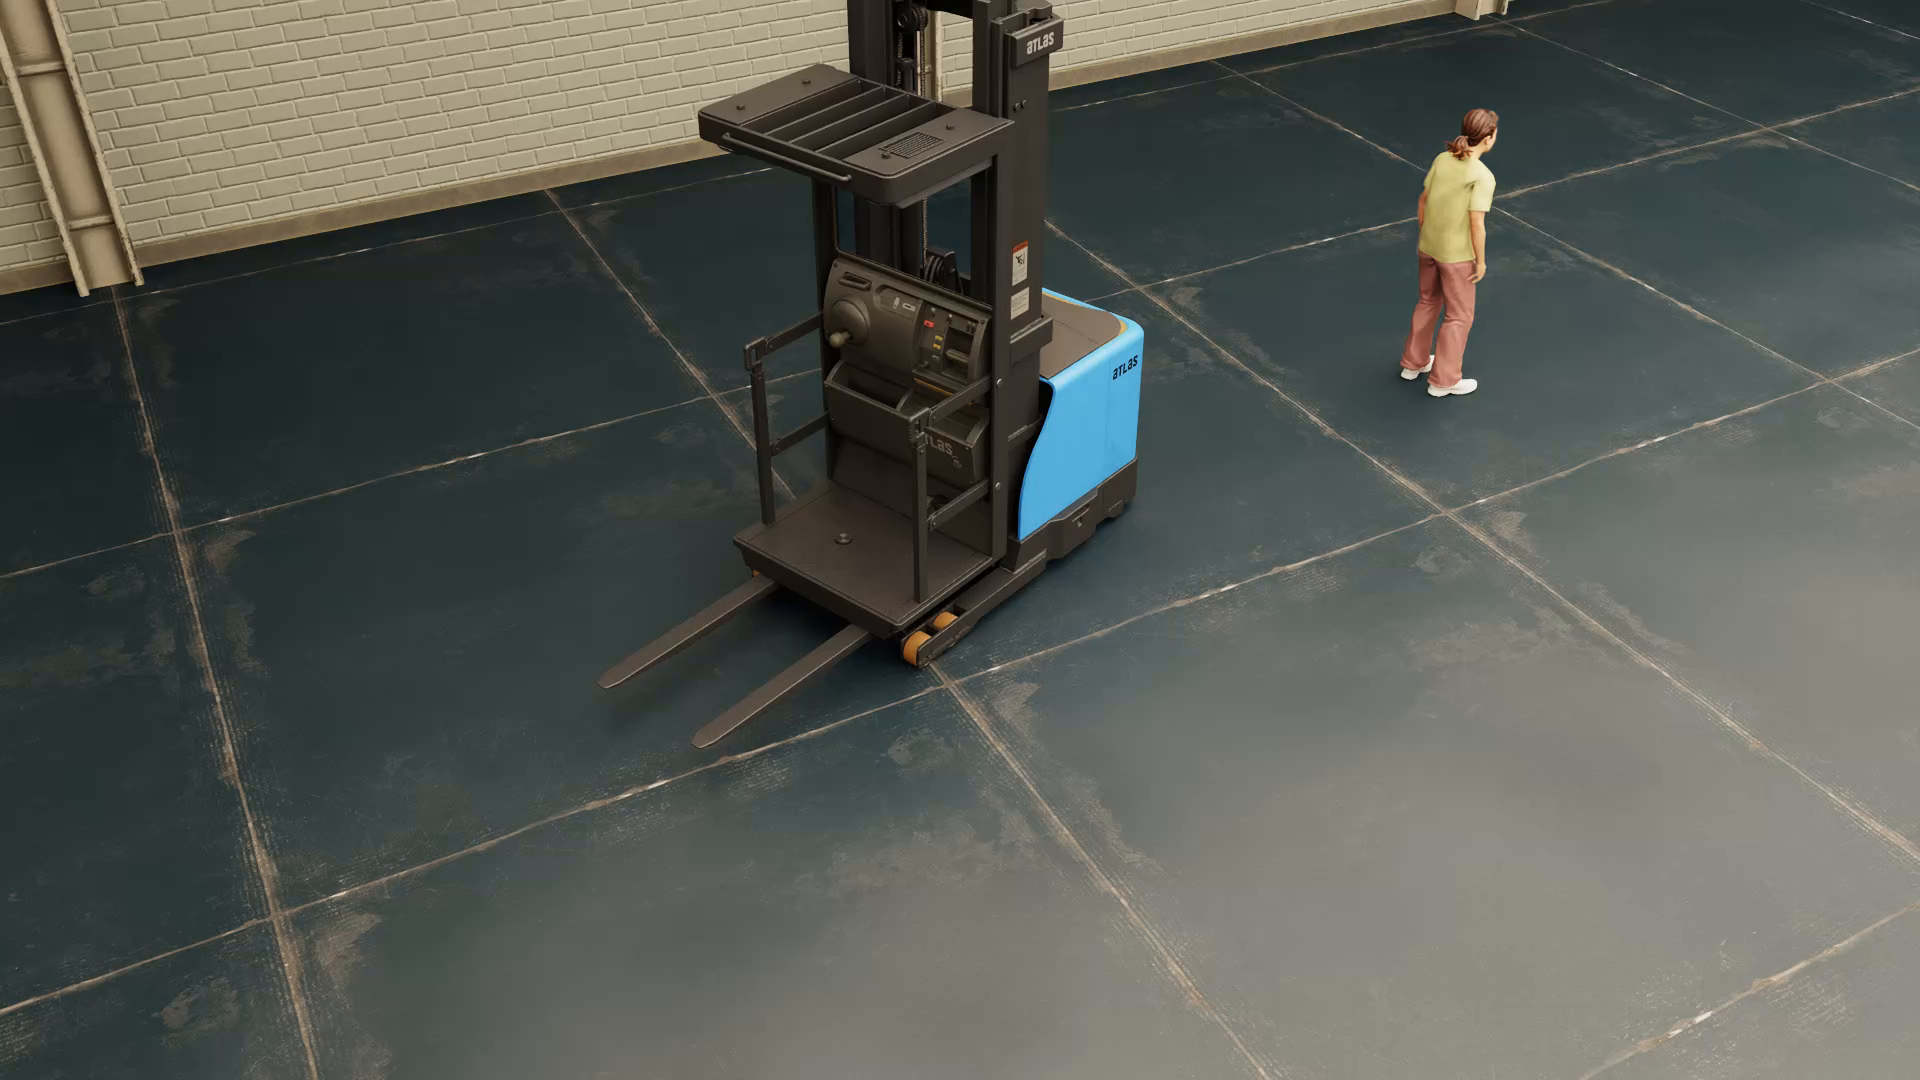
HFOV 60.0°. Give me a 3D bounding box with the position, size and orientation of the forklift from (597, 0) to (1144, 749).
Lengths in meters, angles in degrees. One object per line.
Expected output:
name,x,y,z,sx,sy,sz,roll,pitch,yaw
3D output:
forklift,-0.390,-0.927,7.434,1.130,2.935,3.031,26,43,31

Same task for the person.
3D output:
person,2.823,-1.649,9.547,0.352,1.673,0.501,-18,39,-24
